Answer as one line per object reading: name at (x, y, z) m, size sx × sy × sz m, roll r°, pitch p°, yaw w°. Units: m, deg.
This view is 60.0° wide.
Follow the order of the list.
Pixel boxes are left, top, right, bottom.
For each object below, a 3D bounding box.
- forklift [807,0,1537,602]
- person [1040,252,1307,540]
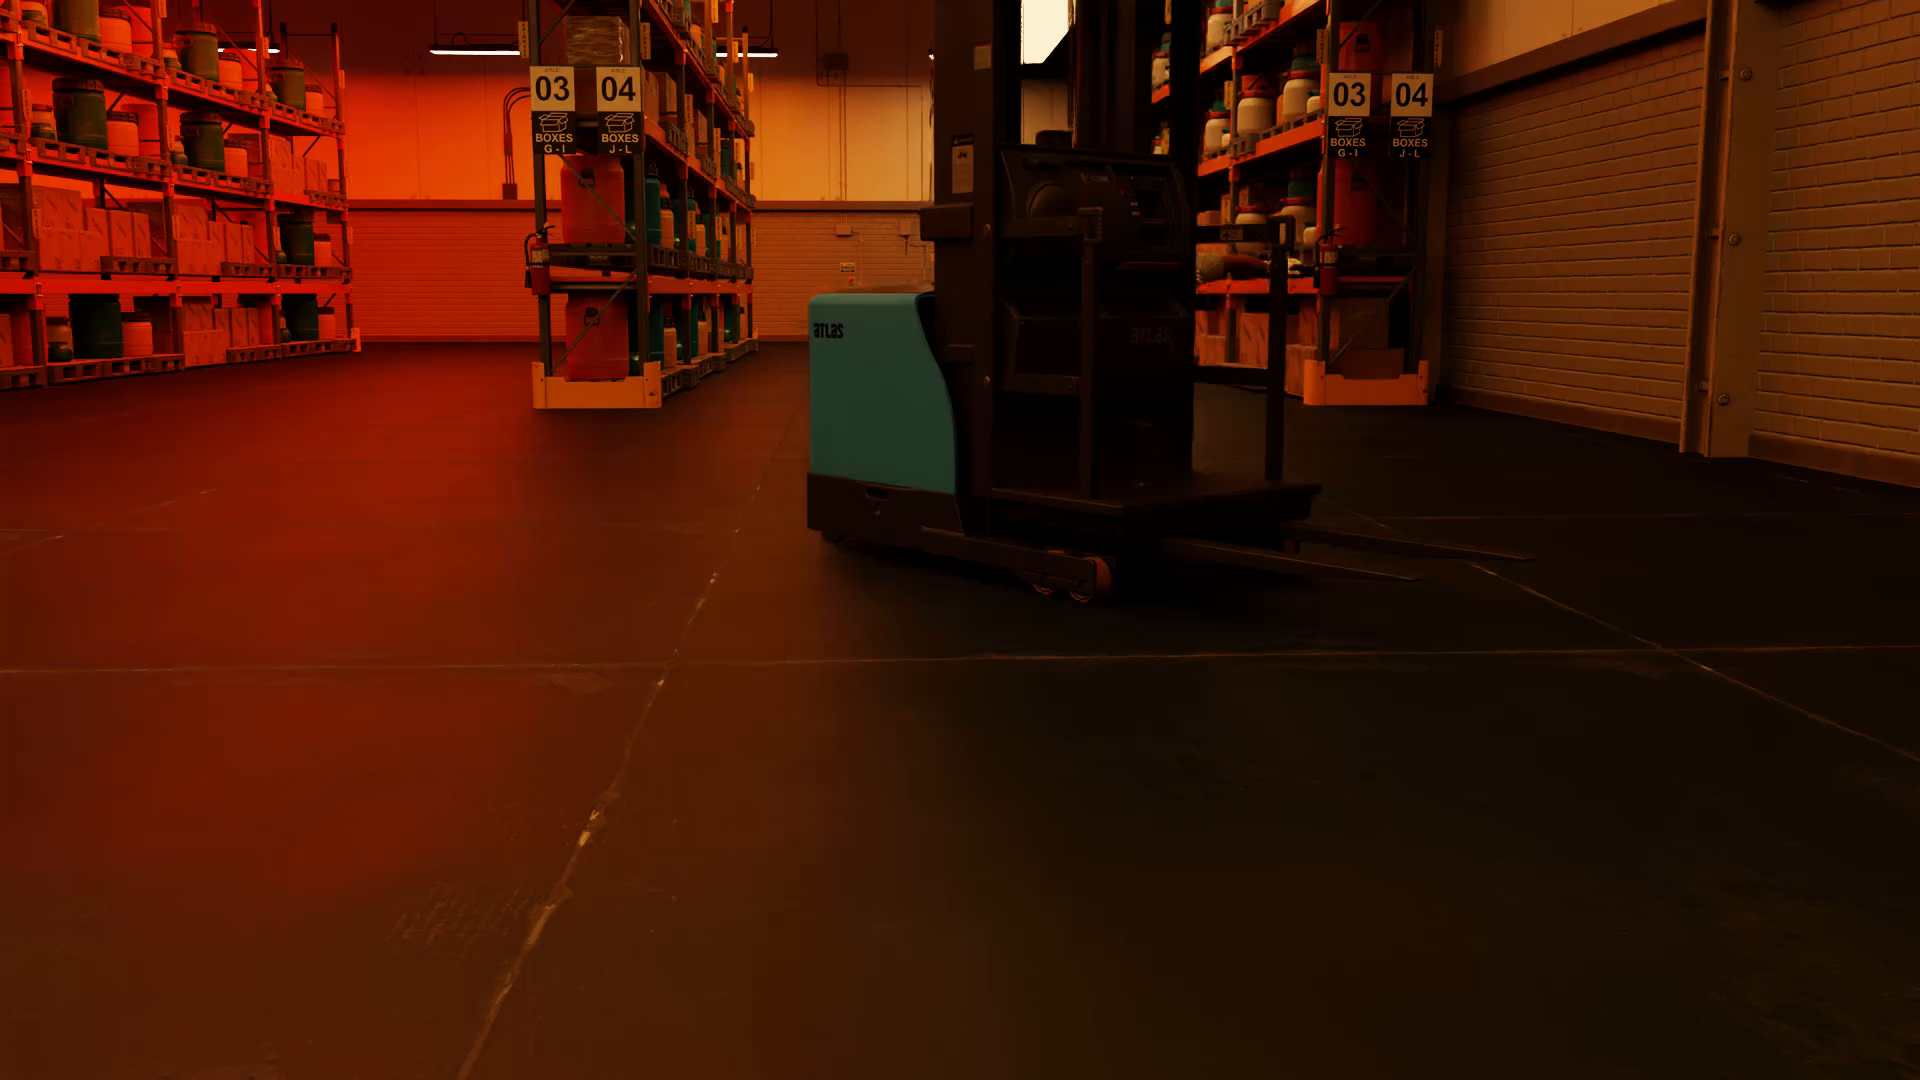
forklift at (0.662, -1.313, 6.171) m, size 1.130 × 2.935 × 3.031 m, roll -7°, pitch 11°, yaw -39°
person at (1.011, -0.752, 7.633) m, size 1.430 × 1.430 × 0.742 m, roll -2°, pitch 9°, yaw -12°
